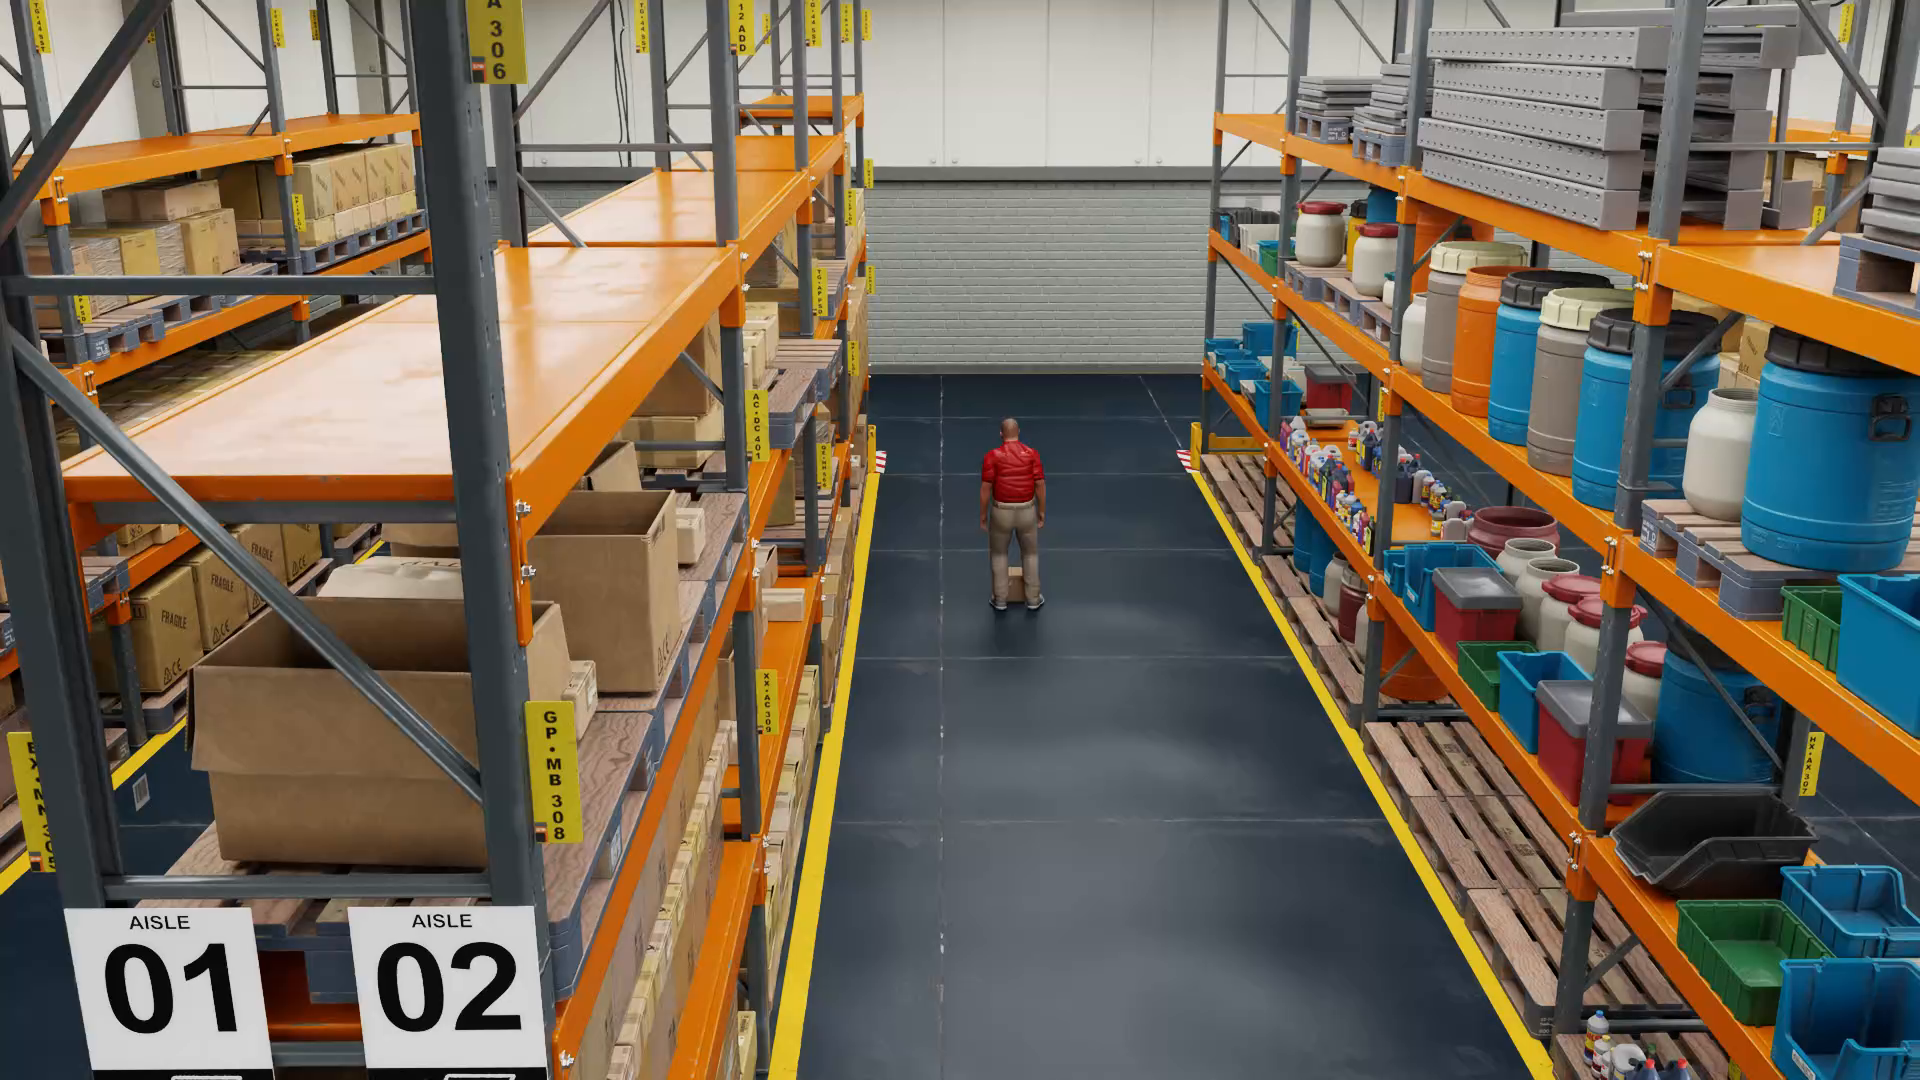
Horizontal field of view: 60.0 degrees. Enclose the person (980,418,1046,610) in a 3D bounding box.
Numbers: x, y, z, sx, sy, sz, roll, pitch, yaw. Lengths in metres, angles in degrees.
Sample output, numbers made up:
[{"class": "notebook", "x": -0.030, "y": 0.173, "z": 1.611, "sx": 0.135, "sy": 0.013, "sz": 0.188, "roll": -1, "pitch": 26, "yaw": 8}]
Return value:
[{"class": "person", "x": 0.473, "y": -0.226, "z": 14.807, "sx": 0.605, "sy": 1.726, "sz": 0.394, "roll": -1, "pitch": 17, "yaw": -4}]
